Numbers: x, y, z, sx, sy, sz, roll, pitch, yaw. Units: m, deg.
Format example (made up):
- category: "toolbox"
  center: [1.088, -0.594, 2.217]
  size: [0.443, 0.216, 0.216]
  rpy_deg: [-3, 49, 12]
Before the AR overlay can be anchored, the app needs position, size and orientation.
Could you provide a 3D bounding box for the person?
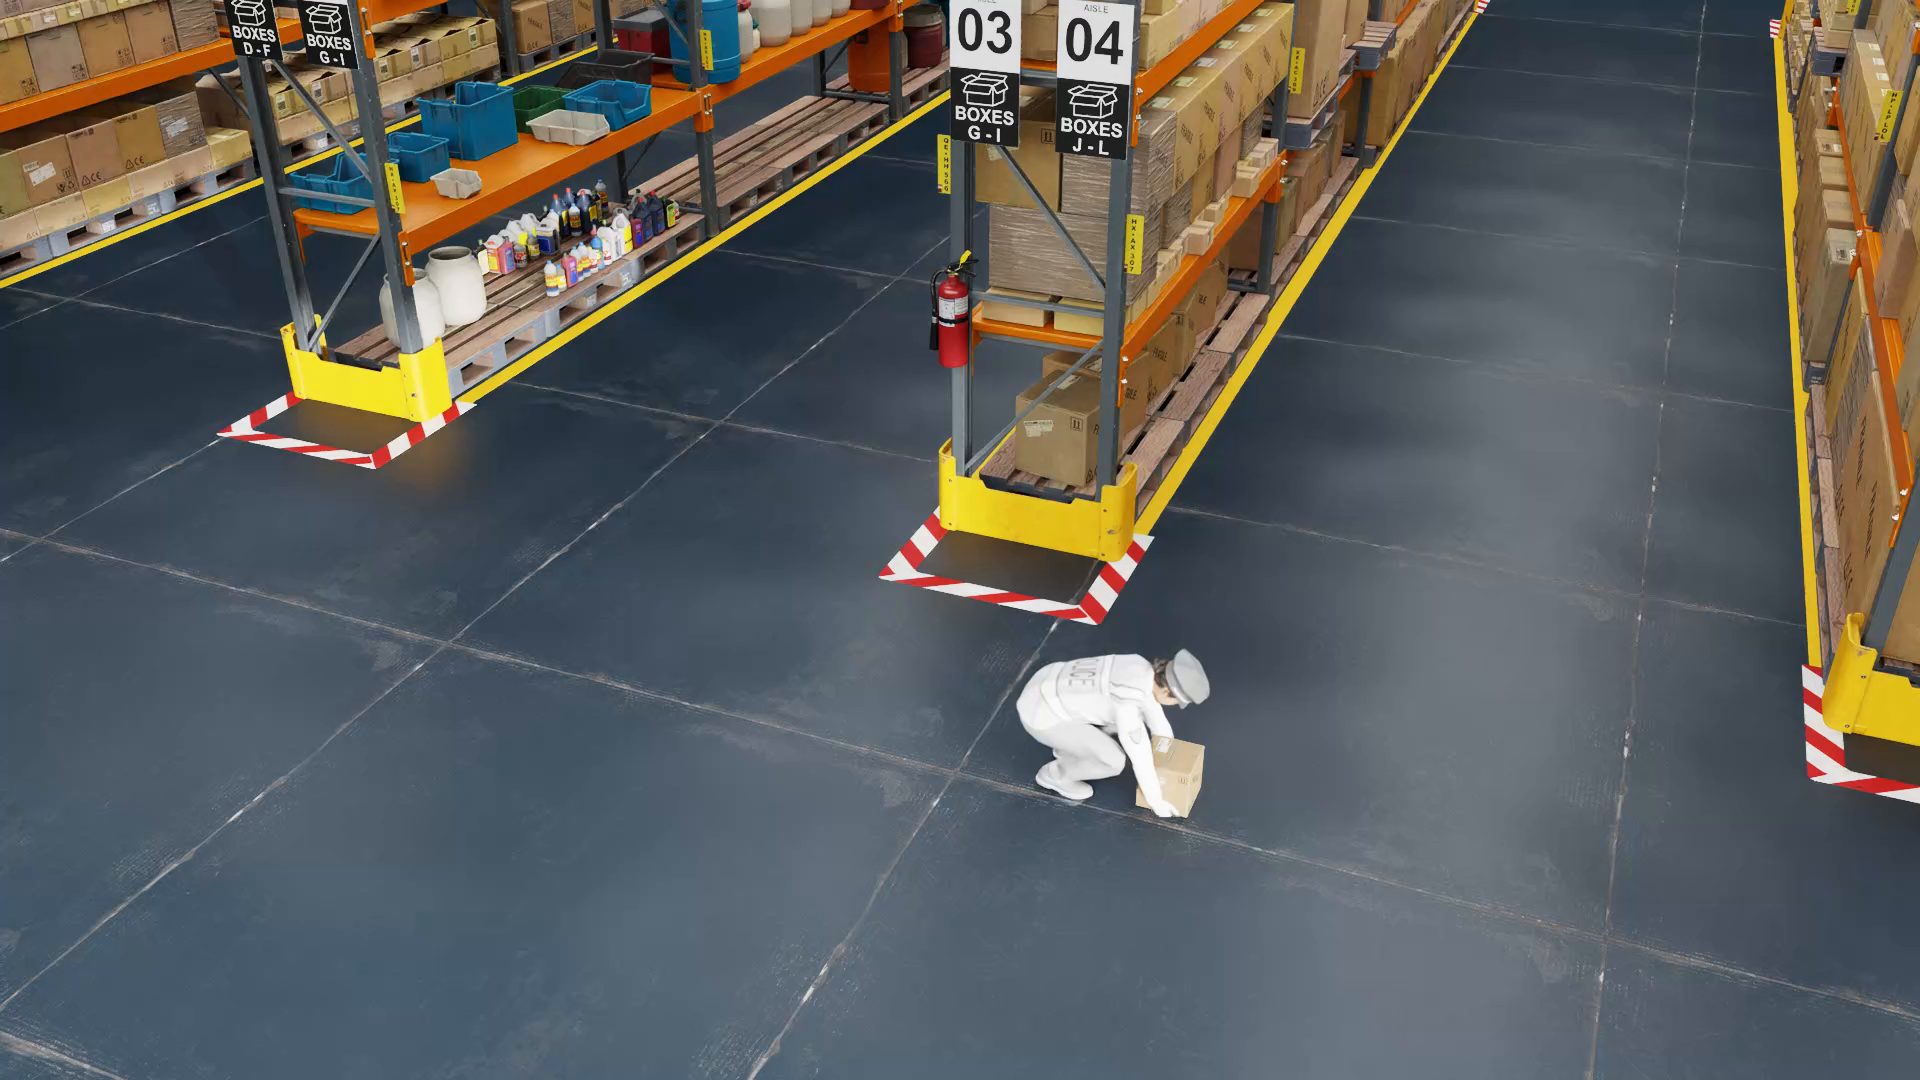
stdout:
- category: "person"
  center: [0.715, 0.863, 7.851]
  size: [0.886, 0.853, 0.473]
  rpy_deg: [11, 32, 19]
